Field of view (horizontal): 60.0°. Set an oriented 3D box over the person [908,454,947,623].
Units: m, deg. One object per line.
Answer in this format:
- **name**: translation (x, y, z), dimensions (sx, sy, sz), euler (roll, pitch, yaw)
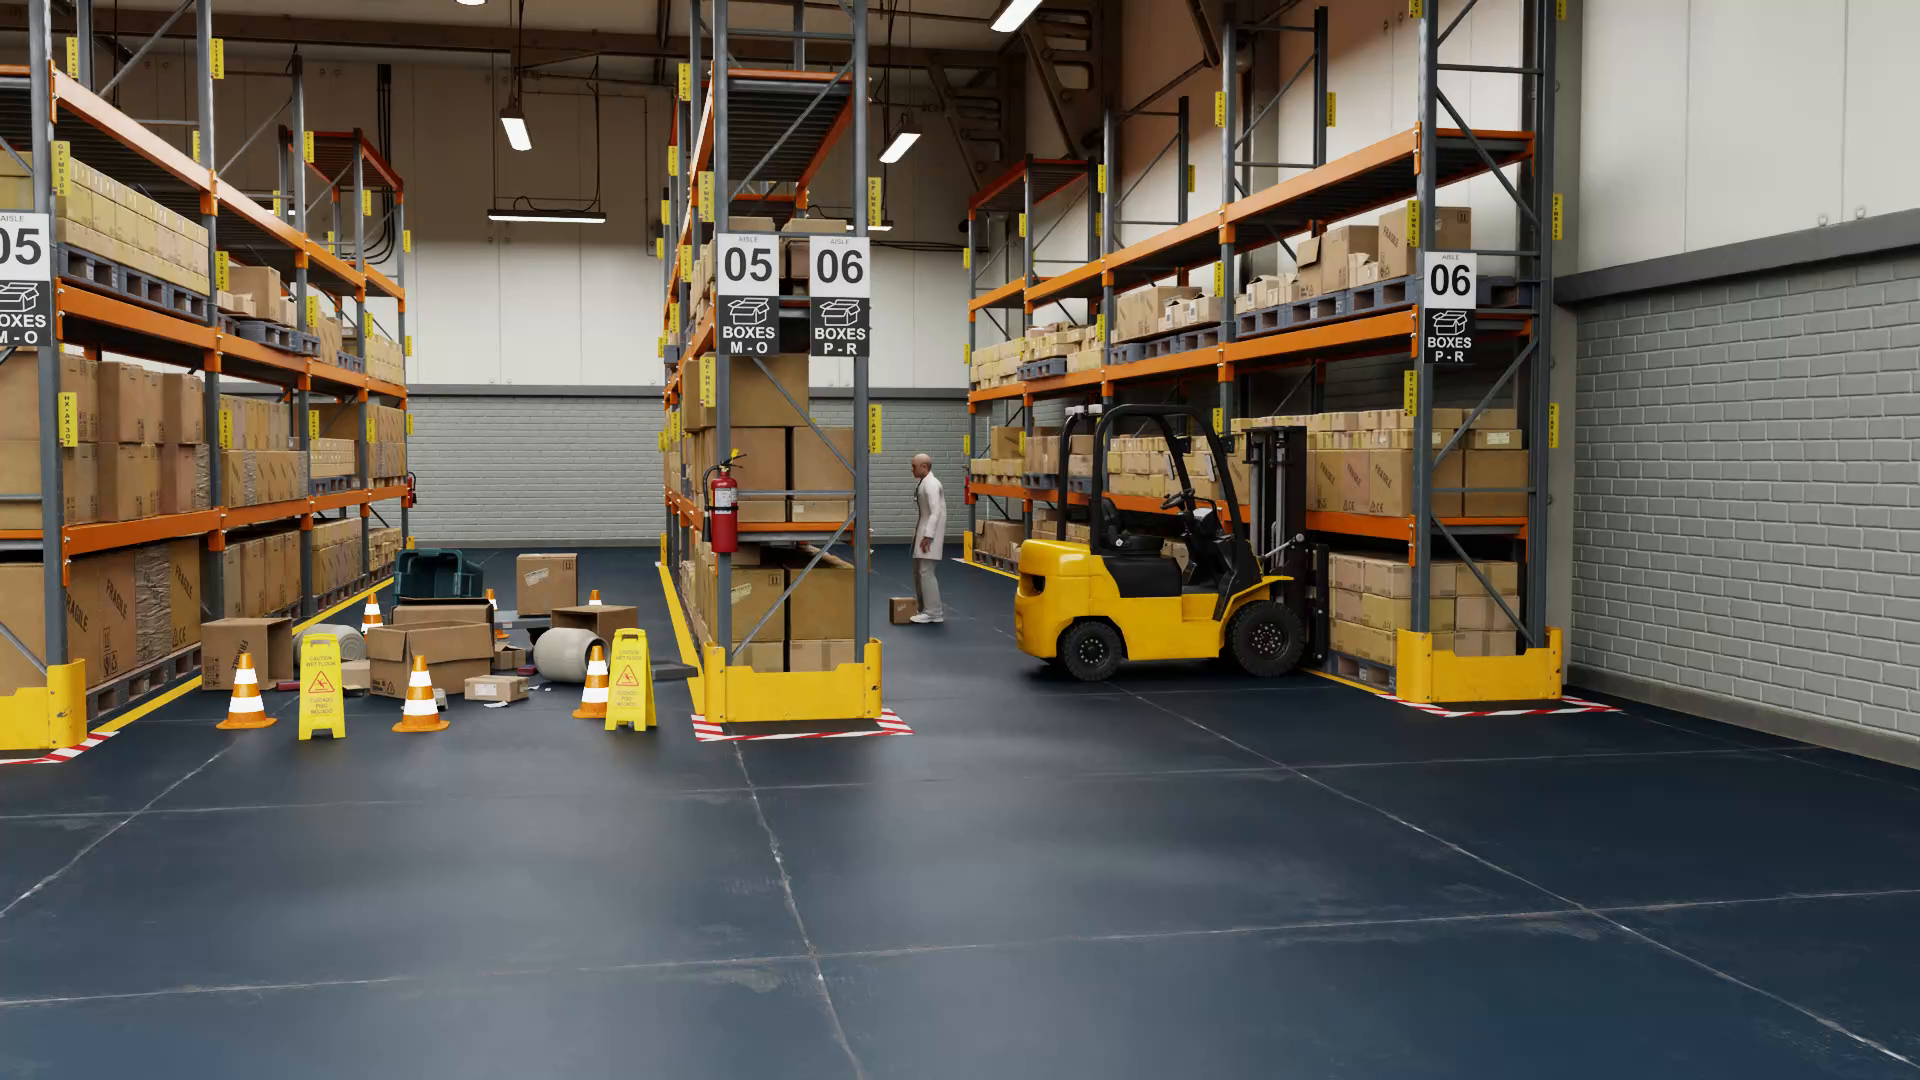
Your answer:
- **person**: translation (-0.360, -0.023, 17.558), dimensions (0.424, 1.774, 0.644), euler (-1, 3, -11)
